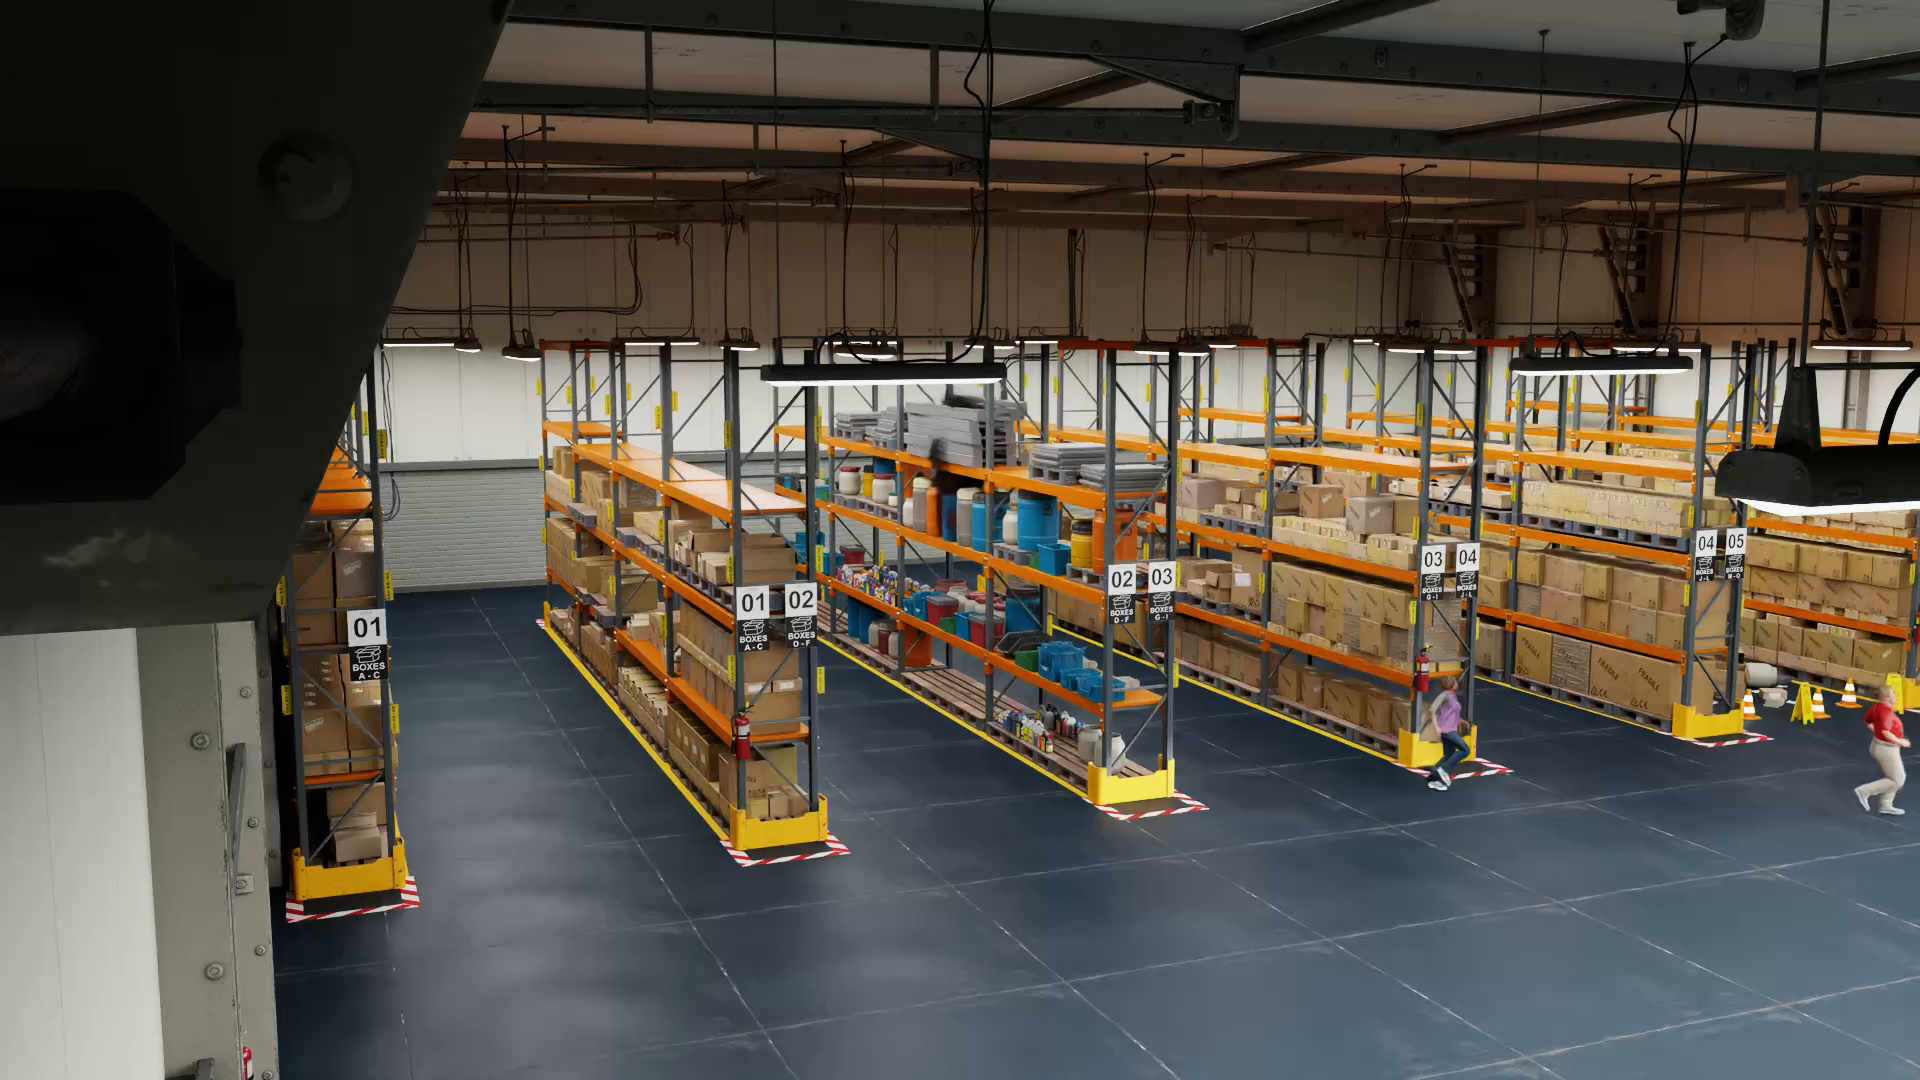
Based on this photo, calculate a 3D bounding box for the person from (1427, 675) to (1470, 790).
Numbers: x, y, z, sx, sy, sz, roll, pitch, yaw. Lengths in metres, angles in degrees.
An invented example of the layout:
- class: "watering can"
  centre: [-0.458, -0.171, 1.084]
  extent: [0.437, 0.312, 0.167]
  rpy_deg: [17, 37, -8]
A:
- class: "person"
  centre: [6.704, 2.620, 22.698]
  extent: [0.551, 1.530, 0.545]
  rpy_deg: [4, 8, 25]

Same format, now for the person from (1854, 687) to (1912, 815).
- class: "person"
  centre: [11.890, 2.717, 21.455]
  extent: [0.672, 1.675, 0.666]
  rpy_deg: [1, 8, 9]
